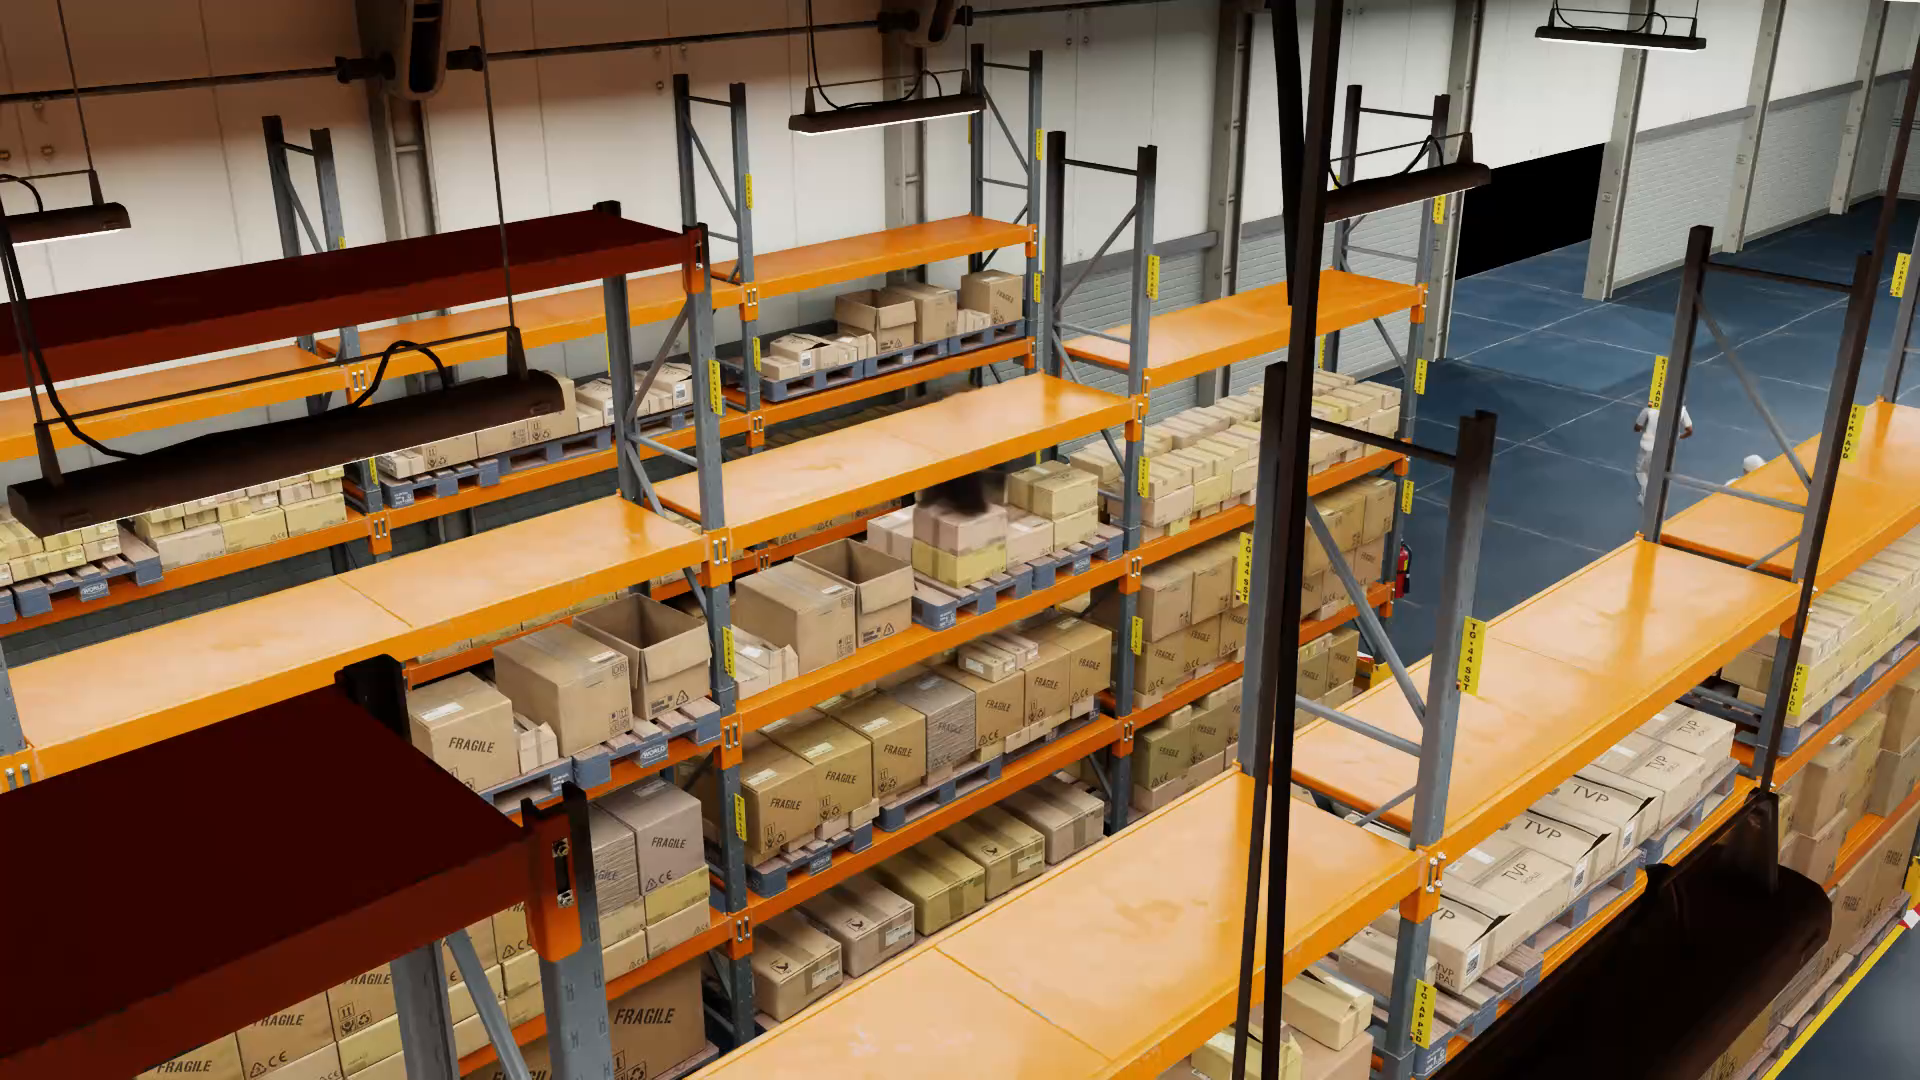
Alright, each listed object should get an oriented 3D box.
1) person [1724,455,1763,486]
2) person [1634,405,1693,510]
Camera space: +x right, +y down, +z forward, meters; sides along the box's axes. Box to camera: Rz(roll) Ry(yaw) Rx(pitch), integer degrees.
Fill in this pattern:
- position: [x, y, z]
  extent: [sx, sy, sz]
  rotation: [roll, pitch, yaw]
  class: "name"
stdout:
- position: [8.856, -0.160, 18.977]
  extent: [0.732, 1.716, 0.729]
  rotation: [4, 23, 9]
  class: "person"
- position: [9.008, -1.188, 21.449]
  extent: [0.685, 1.750, 0.818]
  rotation: [3, 23, 6]
  class: "person"
